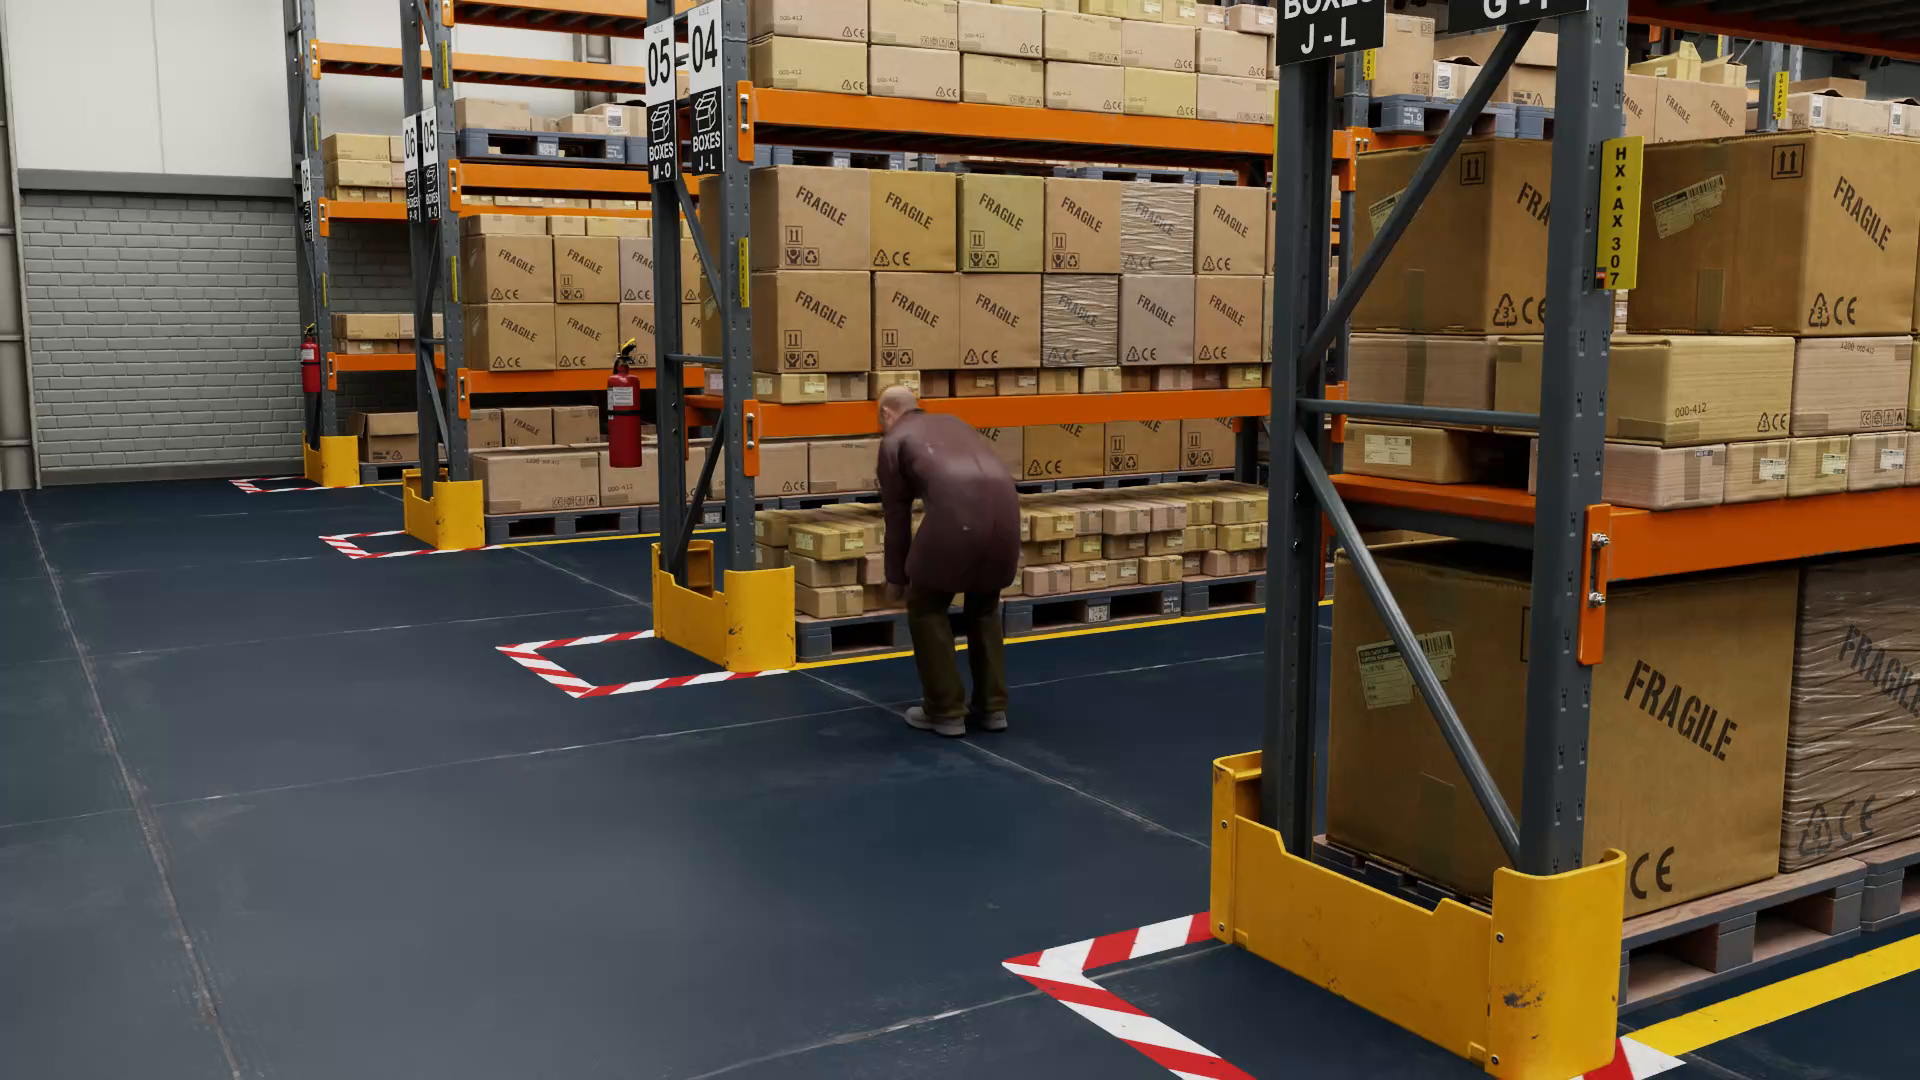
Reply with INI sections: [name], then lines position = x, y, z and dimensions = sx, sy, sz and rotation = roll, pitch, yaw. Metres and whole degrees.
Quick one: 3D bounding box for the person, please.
[person]
position = -0.086, 0.072, 7.114
dimensions = 0.541, 1.435, 0.859
rotation = -5, 9, -32
